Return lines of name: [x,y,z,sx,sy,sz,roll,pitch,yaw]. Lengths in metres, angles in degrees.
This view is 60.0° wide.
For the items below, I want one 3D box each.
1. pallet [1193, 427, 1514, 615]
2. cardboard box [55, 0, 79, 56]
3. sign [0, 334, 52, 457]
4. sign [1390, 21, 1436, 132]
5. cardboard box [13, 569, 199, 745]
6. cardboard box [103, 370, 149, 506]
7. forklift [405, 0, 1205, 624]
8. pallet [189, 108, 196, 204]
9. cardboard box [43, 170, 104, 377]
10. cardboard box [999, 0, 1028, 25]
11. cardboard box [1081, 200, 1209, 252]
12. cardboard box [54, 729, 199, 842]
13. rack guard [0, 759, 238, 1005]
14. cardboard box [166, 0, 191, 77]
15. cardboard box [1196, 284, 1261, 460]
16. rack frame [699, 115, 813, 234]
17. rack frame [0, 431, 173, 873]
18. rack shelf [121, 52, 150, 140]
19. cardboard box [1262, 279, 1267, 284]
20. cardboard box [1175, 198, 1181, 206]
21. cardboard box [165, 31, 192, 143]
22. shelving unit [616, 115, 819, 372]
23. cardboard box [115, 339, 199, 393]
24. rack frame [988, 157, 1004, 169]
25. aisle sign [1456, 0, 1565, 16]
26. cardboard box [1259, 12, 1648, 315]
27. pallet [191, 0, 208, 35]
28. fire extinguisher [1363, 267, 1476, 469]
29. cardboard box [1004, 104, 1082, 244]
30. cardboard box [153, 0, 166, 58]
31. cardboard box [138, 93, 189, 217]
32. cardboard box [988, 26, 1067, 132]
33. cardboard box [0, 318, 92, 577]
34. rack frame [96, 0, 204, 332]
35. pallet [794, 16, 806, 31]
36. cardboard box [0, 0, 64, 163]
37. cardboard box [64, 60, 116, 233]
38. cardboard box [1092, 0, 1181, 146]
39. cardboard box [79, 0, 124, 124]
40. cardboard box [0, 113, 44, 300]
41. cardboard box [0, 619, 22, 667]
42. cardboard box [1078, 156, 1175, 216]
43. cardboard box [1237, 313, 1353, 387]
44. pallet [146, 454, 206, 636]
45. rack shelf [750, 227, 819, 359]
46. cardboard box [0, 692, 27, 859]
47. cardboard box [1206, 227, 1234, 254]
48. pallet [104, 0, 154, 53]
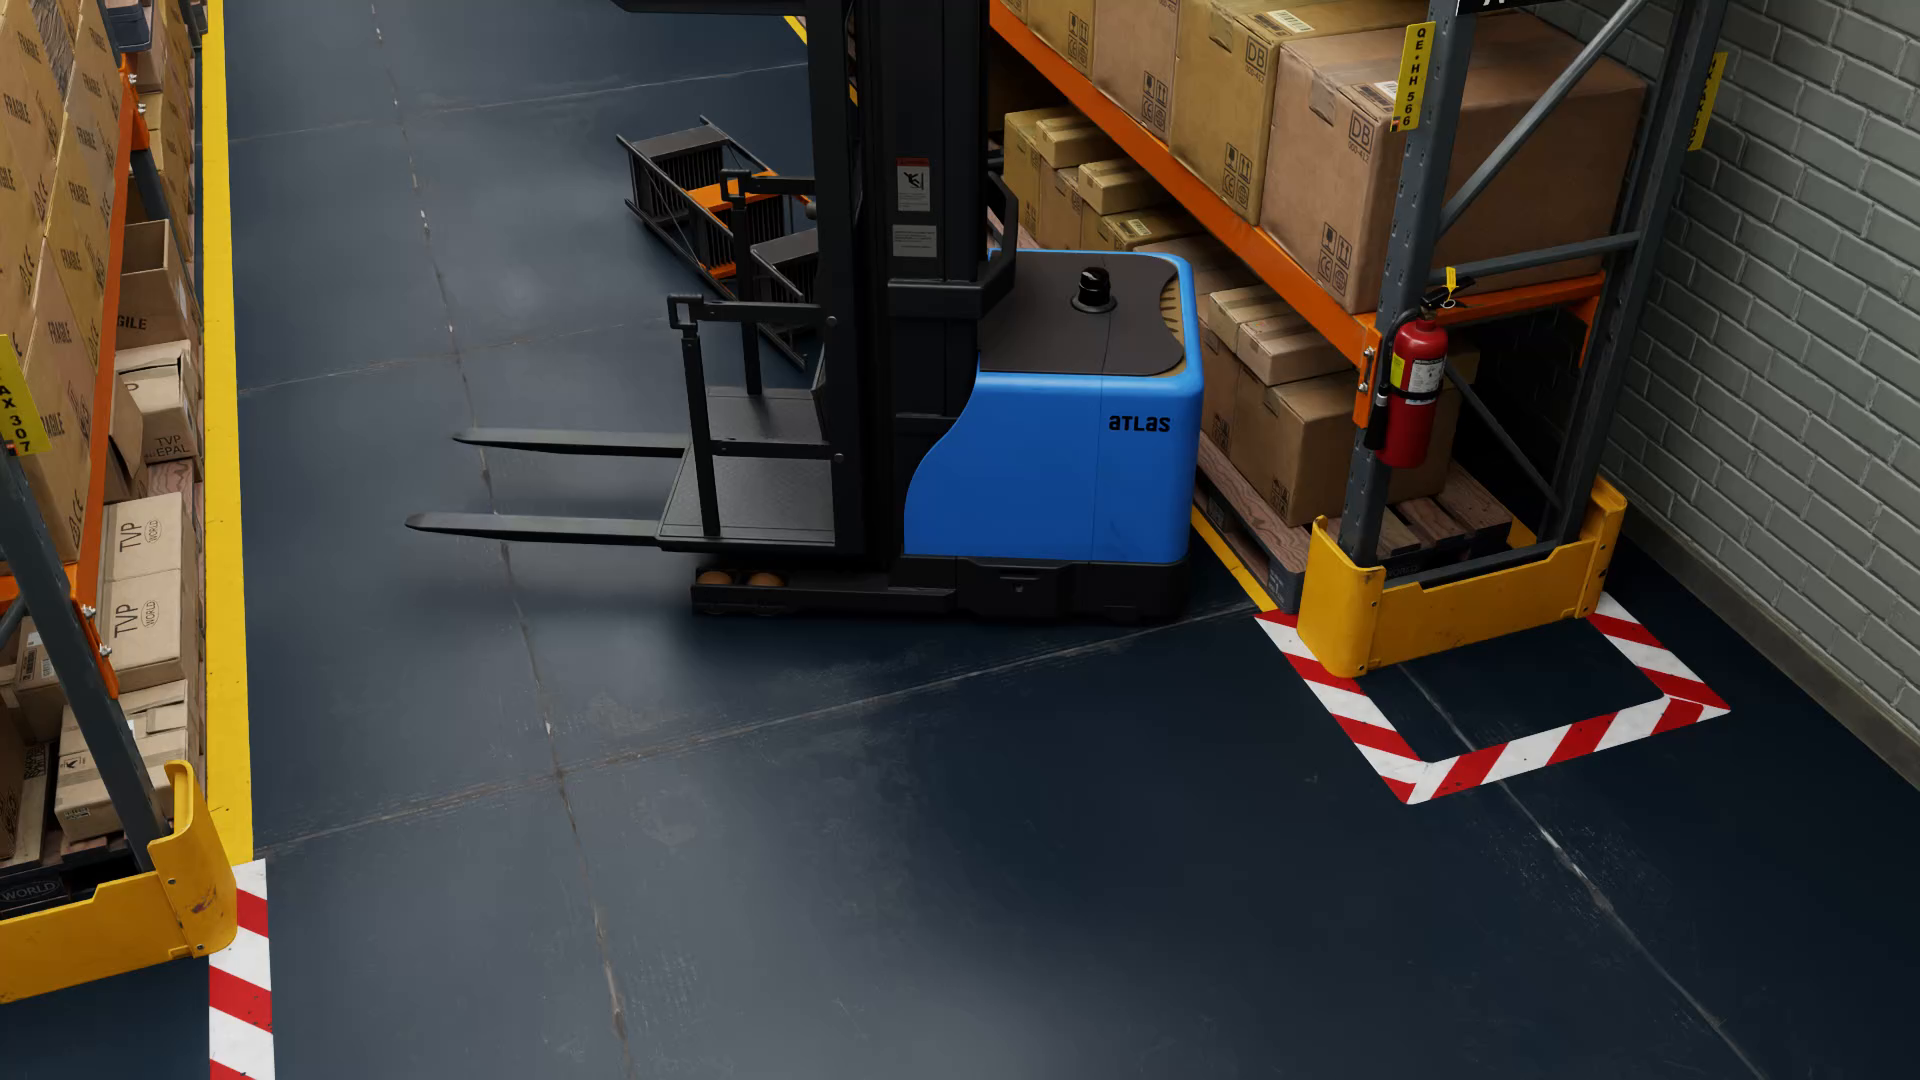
pallet: [1.505,-0.234,6.885,1.003,0.211,1.213,-12,39,-16]
cardboard box: [-3.577,-2.062,6.081,0.500,0.500,0.500,-13,39,-17]
sign: [-2.287,-0.343,3.992,0.100,0.325,0.005,-12,39,-16]
sign: [1.339,-1.365,4.909,0.100,0.325,0.005,-12,39,-16]
cardboard box: [-2.889,0.390,5.659,0.500,0.250,0.500,-12,39,-16]
cardboard box: [-3.521,-0.262,6.314,0.797,0.503,0.637,-12,39,-16]
forklift: [-0.626,-1.194,5.899,3.031,2.935,1.130,2,37,3]
pallet: [-4.912,-2.172,9.458,1.003,0.211,1.213,-12,39,-16]
cardboard box: [-3.054,-0.804,5.241,0.500,0.500,0.500,-13,39,-16]
cardboard box: [0.648,-2.982,7.966,0.980,0.700,0.700,-12,39,-15]
cardboard box: [0.983,-1.322,7.741,0.700,0.500,0.500,-12,39,-15]
cardboard box: [-2.618,0.771,5.237,0.380,0.149,0.250,-12,39,-16]
rack guard: [-2.822,1.071,4.912,1.175,0.500,0.348,-12,39,-16]
cardboard box: [-5.007,-3.101,10.086,0.500,0.500,0.500,-11,38,-14]
cardboard box: [1.347,-0.739,6.966,0.700,0.500,0.500,-13,39,-16]
rack frame: [-0.858,-1.631,8.507,0.015,0.400,2.100,-21,42,-25]
rack frame: [-2.796,0.116,4.103,1.000,3.000,0.127,-12,39,-16]
rack shelf: [-4.861,-2.986,8.820,1.077,0.370,4.000,-12,39,-16]
cardboard box: [1.489,-1.113,6.925,0.380,0.149,0.250,-12,39,-16]
cardboard box: [1.135,-1.691,7.691,0.380,0.149,0.250,-12,39,-15]
cardboard box: [-4.643,-2.514,9.306,0.500,0.500,0.500,-14,39,-18]
shelving unit: [-1.064,-1.552,8.403,0.503,0.431,2.100,-21,42,-25]
cardboard box: [-3.525,-0.718,7.215,0.380,0.149,0.250,-12,39,-16]
rack frame: [0.477,-3.172,8.468,1.000,3.000,0.127,-12,39,-16]
aisle sign: [1.597,-1.848,4.549,0.394,0.787,0.004,-12,39,-16]
cardboard box: [1.669,-1.318,5.757,0.980,0.700,0.700,-11,38,-14]
pallet: [-5.796,-3.763,11.570,1.003,0.211,1.213,-12,39,-16]
fire extinguisher: [1.472,-0.552,5.363,0.296,0.674,0.183,-12,39,-16]
cardboard box: [0.638,-1.897,8.504,0.700,0.500,0.500,-12,39,-15]
cardboard box: [-4.628,-2.793,9.053,0.500,0.250,0.500,-13,39,-17]
cardboard box: [-4.304,-1.944,8.550,0.500,0.500,0.500,-12,39,-15]
cardboard box: [0.131,-2.821,9.440,0.750,0.750,0.750,-12,39,-15]
cardboard box: [-2.701,-0.230,4.479,0.500,0.500,0.500,-12,39,-15]
rack frame: [-4.173,-2.144,7.103,1.000,3.000,0.127,-12,39,-16]
pallet: [-0.699,-3.857,11.695,1.003,0.211,1.213,-12,39,-16]
cardboard box: [-3.232,-1.493,5.325,0.500,0.500,0.500,-13,39,-16]
cardboard box: [-3.402,-1.374,5.998,0.500,0.500,0.500,-12,39,-15]
cardboard box: [1.154,-2.159,6.874,0.980,0.700,0.700,-14,39,-18]
cardboard box: [-3.760,-1.955,6.769,0.500,0.500,0.500,-12,39,-15]
cardboard box: [-2.888,-0.923,4.568,0.500,0.500,0.500,-12,39,-15]
cardboard box: [-3.513,0.239,5.859,0.500,0.250,0.500,-12,39,-16]
cardboard box: [0.765,-1.630,7.611,0.380,0.149,0.250,-14,39,-17]
cardboard box: [1.304,-0.750,6.442,0.380,0.149,0.250,-13,39,-16]
pallet: [-3.514,0.048,6.511,1.003,0.211,1.213,-12,39,-16]
rack shelf: [-0.683,-1.189,7.921,0.480,0.431,0.518,-21,42,-25]
cardboard box: [-3.215,0.682,5.063,0.500,0.500,0.500,-12,39,-16]
cardboard box: [1.312,-1.402,7.307,0.380,0.149,0.250,-12,39,-15]
pallet: [-4.345,-2.541,7.790,1.003,0.211,1.213,-12,39,-16]
